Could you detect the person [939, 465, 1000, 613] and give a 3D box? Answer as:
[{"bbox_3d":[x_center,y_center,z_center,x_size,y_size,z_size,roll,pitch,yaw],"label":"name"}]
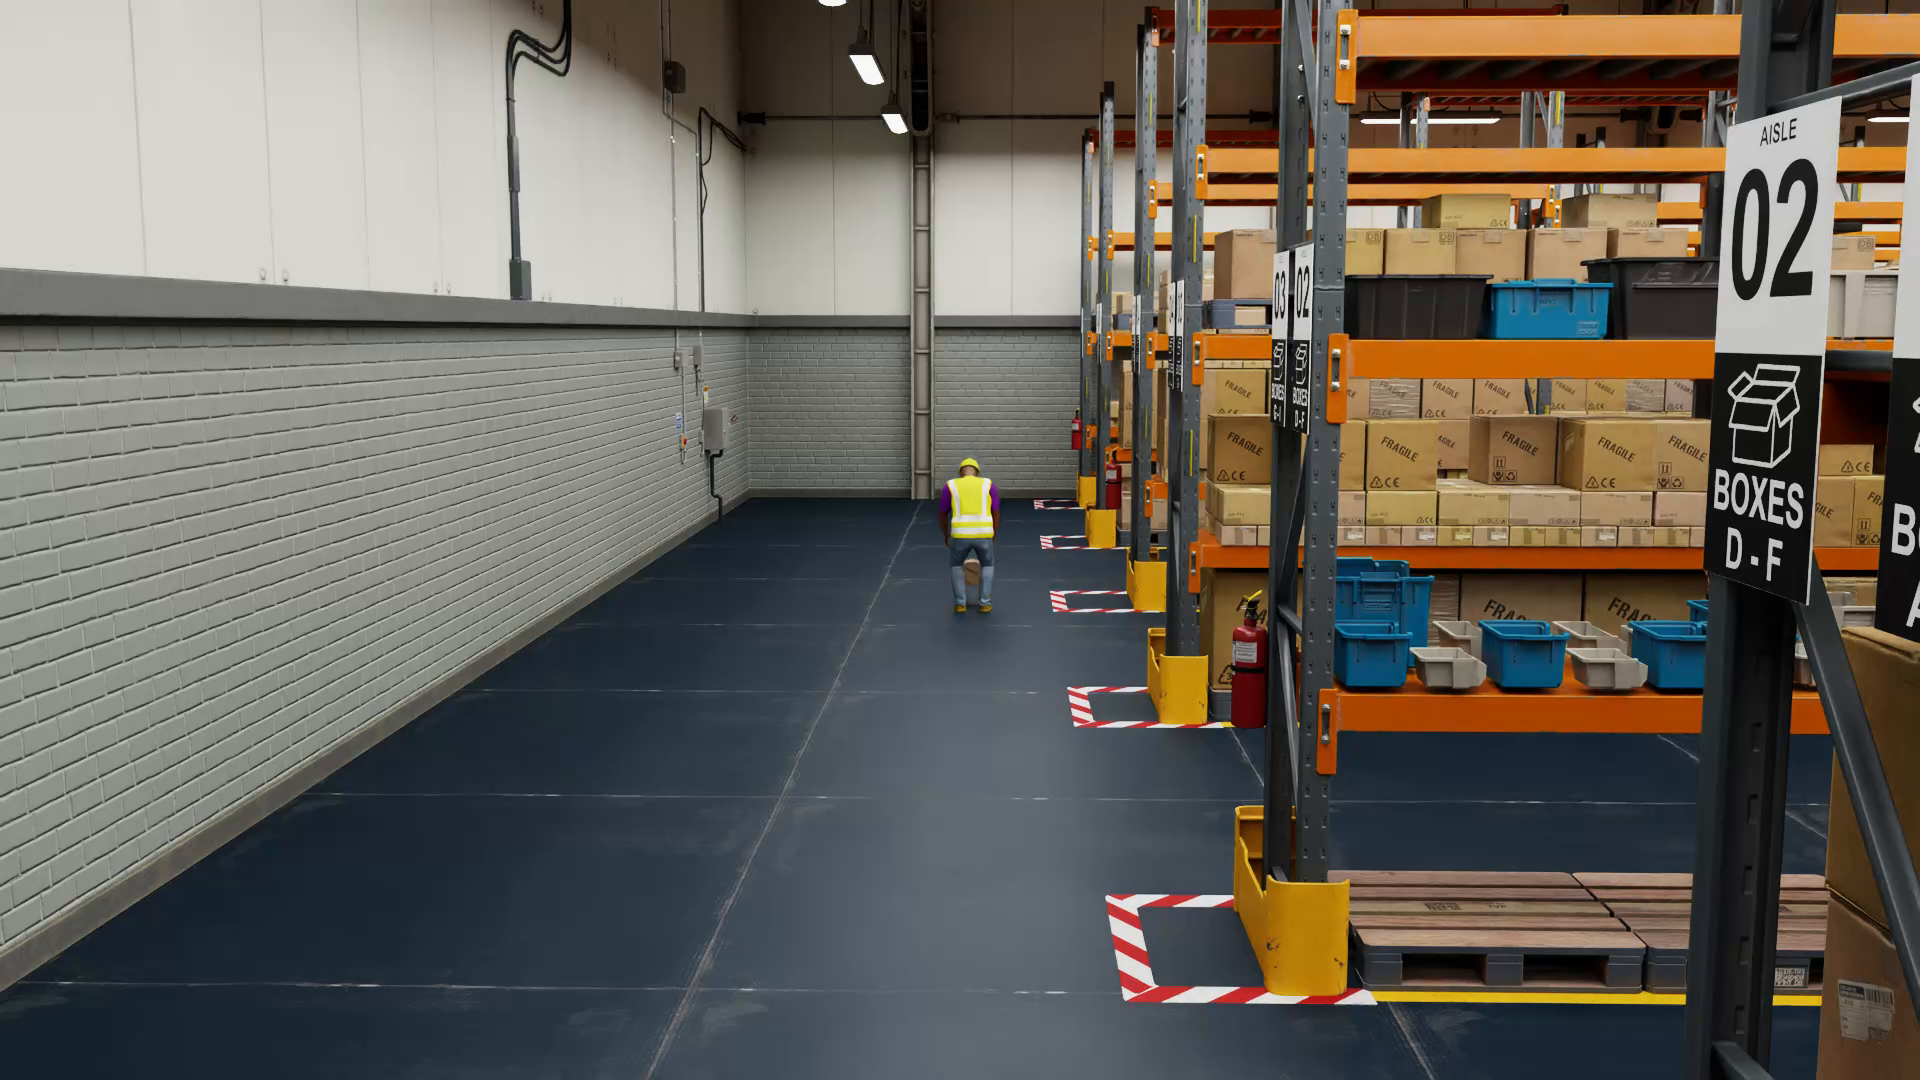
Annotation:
[{"bbox_3d":[0.092,-0.031,16.944,0.625,1.511,0.632,0,7,2],"label":"person"}]
